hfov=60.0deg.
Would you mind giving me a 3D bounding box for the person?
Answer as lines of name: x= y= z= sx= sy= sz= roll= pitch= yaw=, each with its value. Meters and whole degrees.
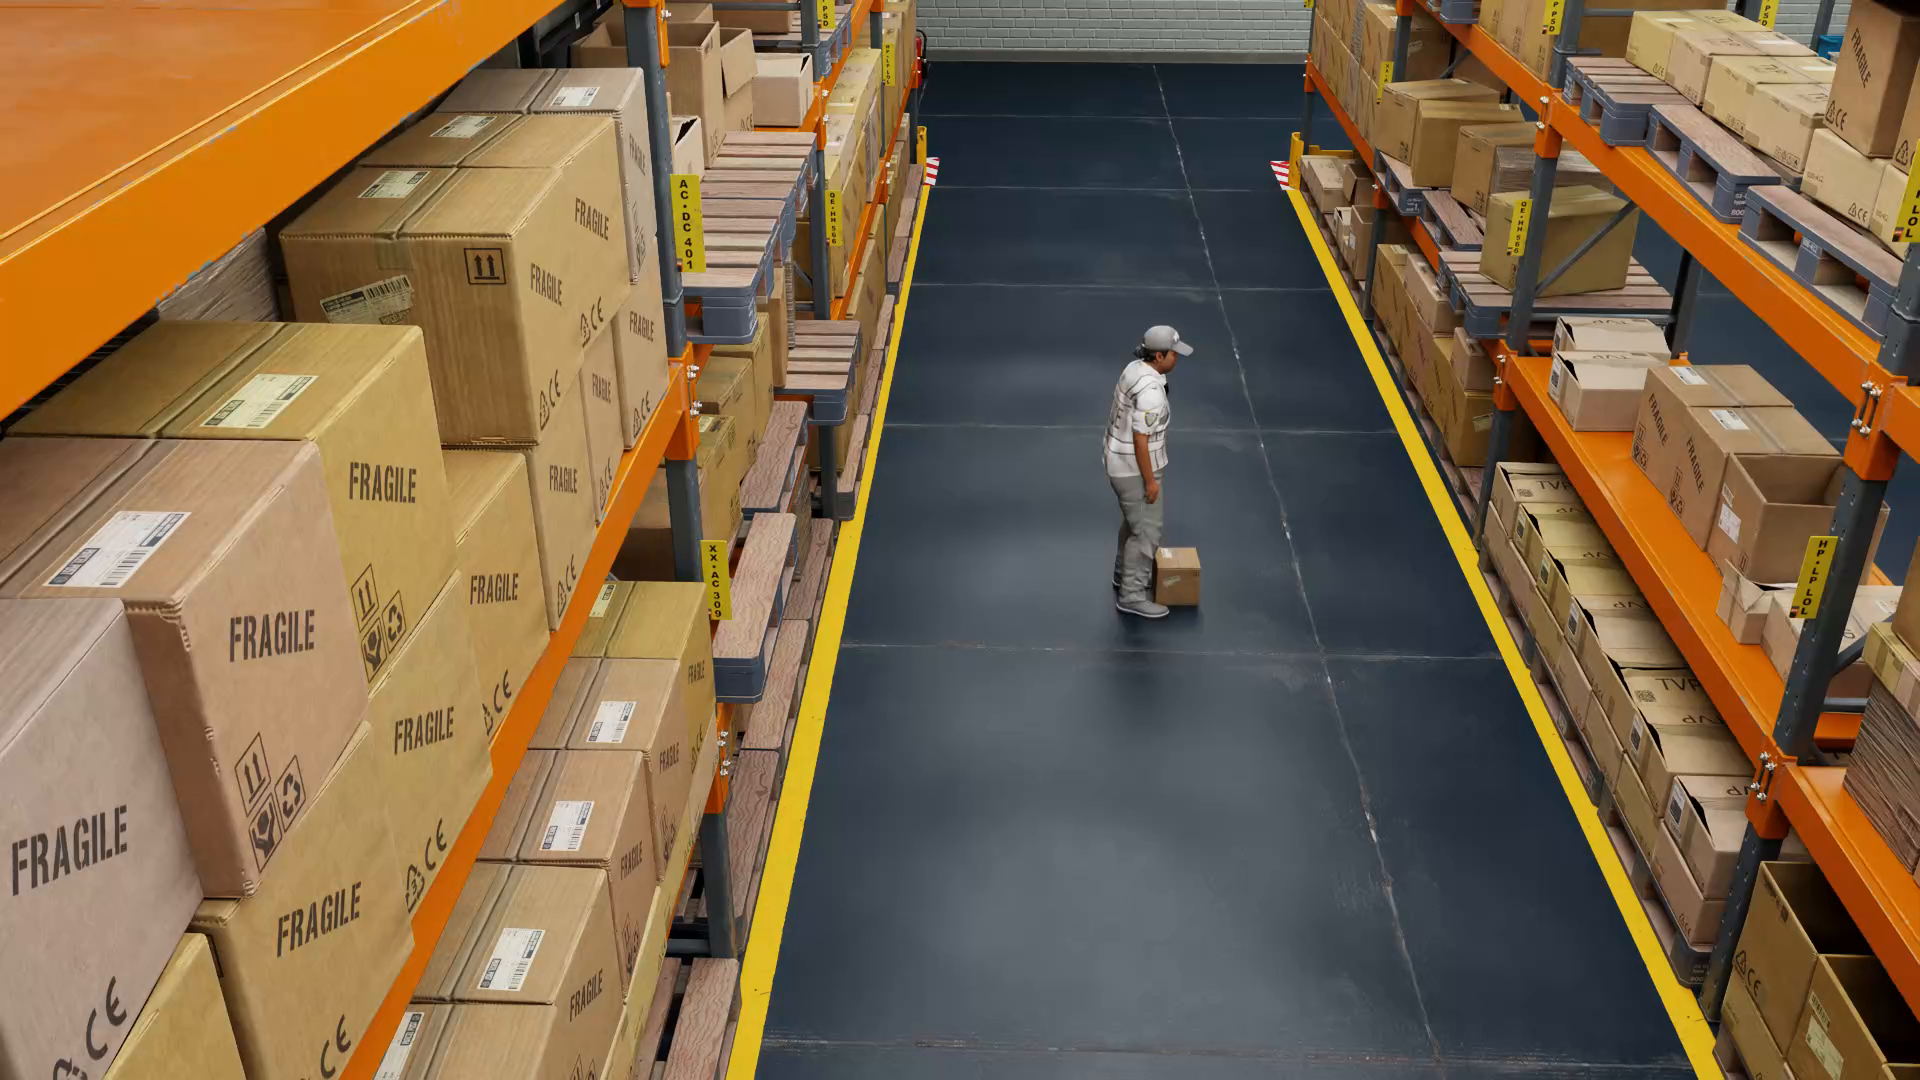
person: x=1.040 y=-0.408 z=9.378 sx=0.467 sy=1.665 sz=0.556 roll=-1 pitch=28 yaw=-1
